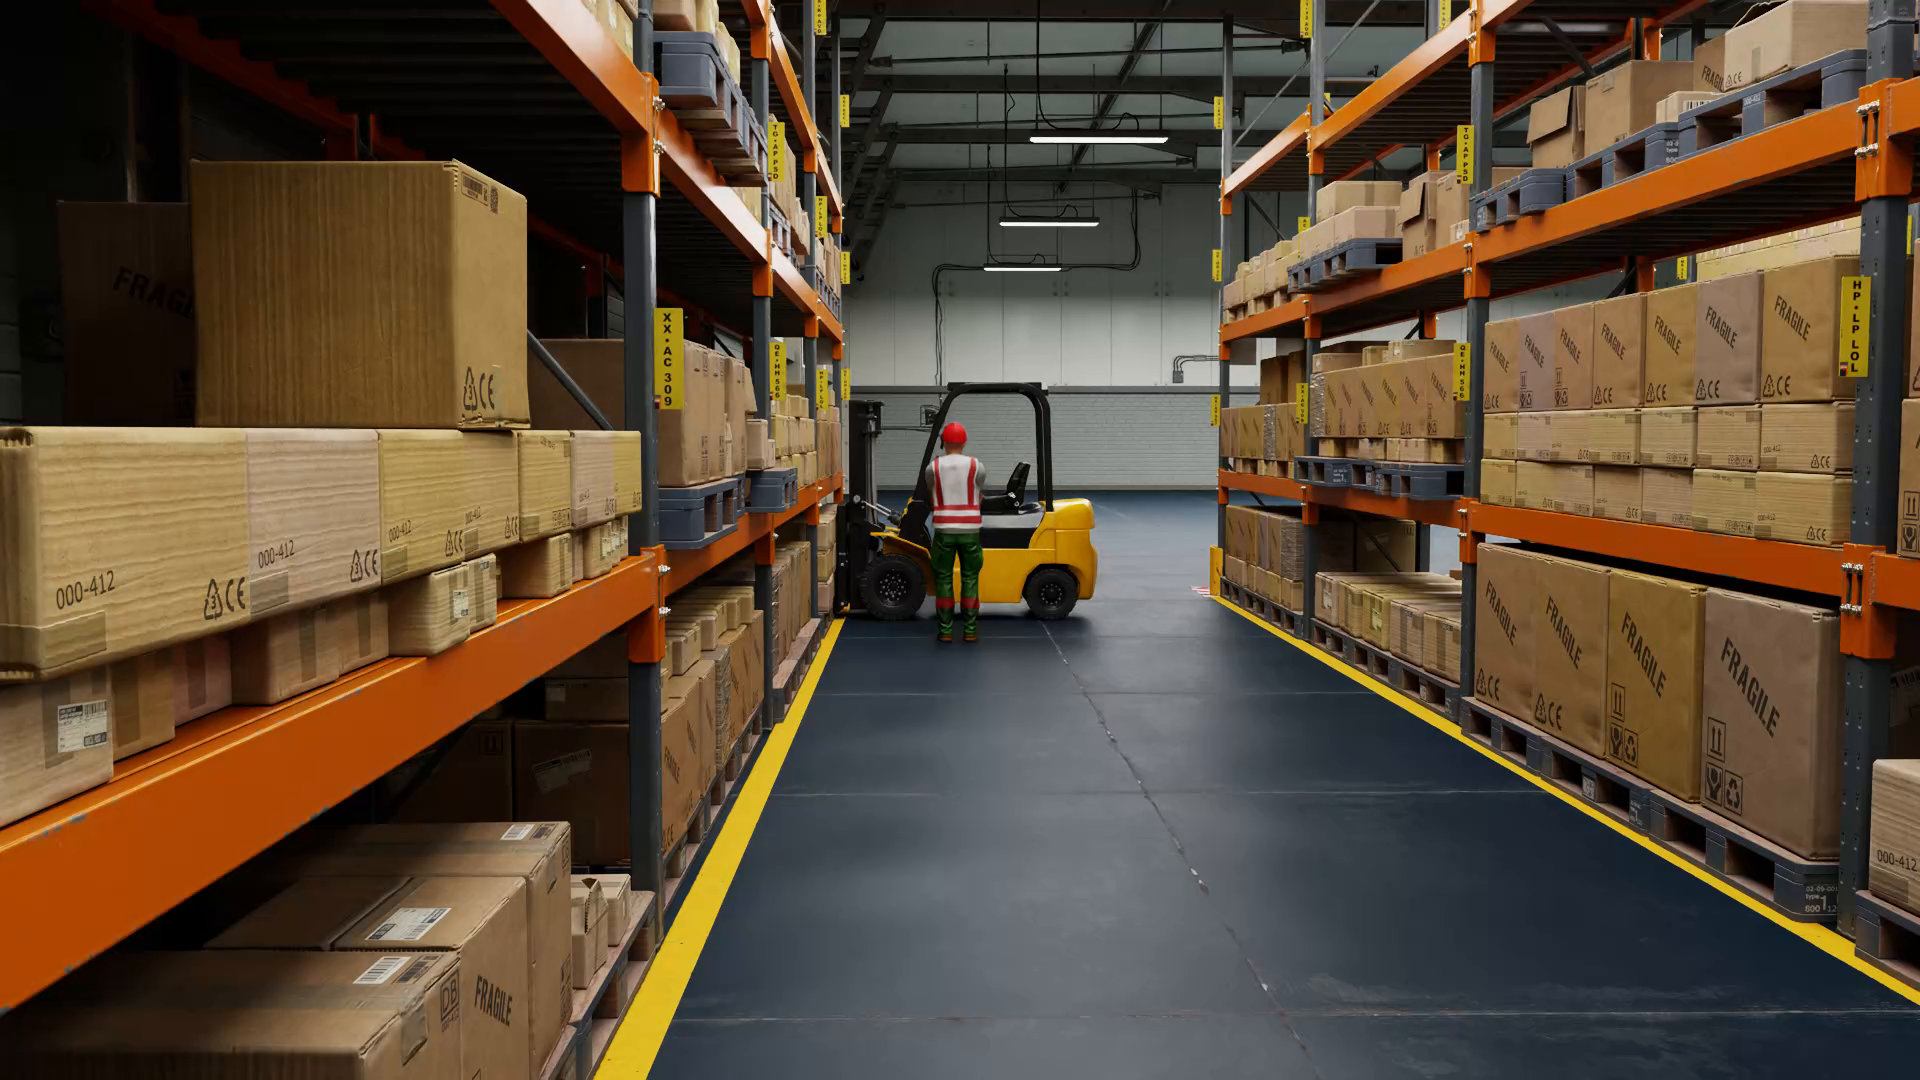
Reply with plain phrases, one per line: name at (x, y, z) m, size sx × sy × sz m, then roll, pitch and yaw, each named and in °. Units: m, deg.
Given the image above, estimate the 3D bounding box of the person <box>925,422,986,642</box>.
person at (-0.040, -0.071, 13.602) m, size 0.495 × 1.785 × 0.561 m, roll 0°, pitch 4°, yaw -1°
